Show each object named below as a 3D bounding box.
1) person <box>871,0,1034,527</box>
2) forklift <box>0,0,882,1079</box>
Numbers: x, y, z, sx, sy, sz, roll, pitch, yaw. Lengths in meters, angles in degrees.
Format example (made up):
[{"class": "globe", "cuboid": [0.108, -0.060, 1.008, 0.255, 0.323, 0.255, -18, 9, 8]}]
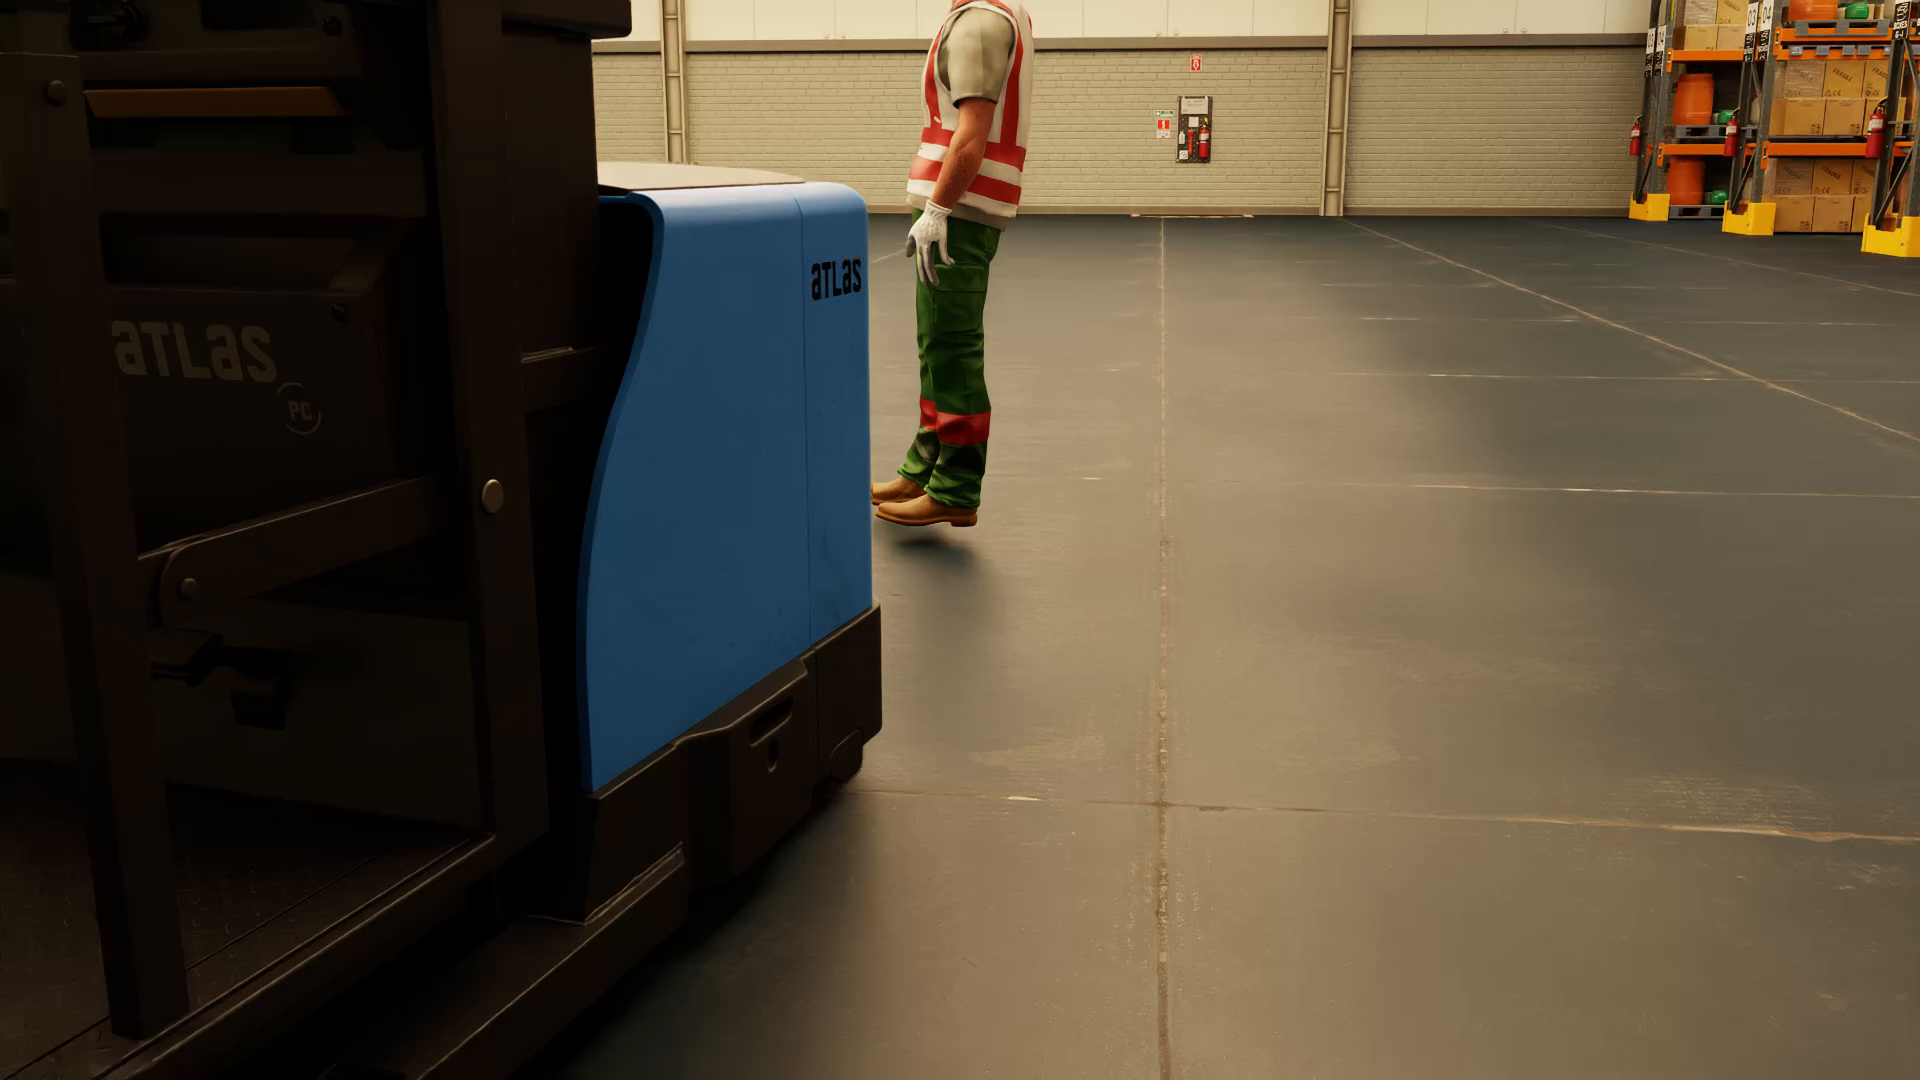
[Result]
[{"class": "person", "cuboid": [-0.078, -0.922, 4.753, 0.564, 1.786, 0.638, 2, 13, 7]}, {"class": "forklift", "cuboid": [-1.110, -0.734, 1.650, 1.130, 2.935, 3.031, 5, 14, 19]}]
